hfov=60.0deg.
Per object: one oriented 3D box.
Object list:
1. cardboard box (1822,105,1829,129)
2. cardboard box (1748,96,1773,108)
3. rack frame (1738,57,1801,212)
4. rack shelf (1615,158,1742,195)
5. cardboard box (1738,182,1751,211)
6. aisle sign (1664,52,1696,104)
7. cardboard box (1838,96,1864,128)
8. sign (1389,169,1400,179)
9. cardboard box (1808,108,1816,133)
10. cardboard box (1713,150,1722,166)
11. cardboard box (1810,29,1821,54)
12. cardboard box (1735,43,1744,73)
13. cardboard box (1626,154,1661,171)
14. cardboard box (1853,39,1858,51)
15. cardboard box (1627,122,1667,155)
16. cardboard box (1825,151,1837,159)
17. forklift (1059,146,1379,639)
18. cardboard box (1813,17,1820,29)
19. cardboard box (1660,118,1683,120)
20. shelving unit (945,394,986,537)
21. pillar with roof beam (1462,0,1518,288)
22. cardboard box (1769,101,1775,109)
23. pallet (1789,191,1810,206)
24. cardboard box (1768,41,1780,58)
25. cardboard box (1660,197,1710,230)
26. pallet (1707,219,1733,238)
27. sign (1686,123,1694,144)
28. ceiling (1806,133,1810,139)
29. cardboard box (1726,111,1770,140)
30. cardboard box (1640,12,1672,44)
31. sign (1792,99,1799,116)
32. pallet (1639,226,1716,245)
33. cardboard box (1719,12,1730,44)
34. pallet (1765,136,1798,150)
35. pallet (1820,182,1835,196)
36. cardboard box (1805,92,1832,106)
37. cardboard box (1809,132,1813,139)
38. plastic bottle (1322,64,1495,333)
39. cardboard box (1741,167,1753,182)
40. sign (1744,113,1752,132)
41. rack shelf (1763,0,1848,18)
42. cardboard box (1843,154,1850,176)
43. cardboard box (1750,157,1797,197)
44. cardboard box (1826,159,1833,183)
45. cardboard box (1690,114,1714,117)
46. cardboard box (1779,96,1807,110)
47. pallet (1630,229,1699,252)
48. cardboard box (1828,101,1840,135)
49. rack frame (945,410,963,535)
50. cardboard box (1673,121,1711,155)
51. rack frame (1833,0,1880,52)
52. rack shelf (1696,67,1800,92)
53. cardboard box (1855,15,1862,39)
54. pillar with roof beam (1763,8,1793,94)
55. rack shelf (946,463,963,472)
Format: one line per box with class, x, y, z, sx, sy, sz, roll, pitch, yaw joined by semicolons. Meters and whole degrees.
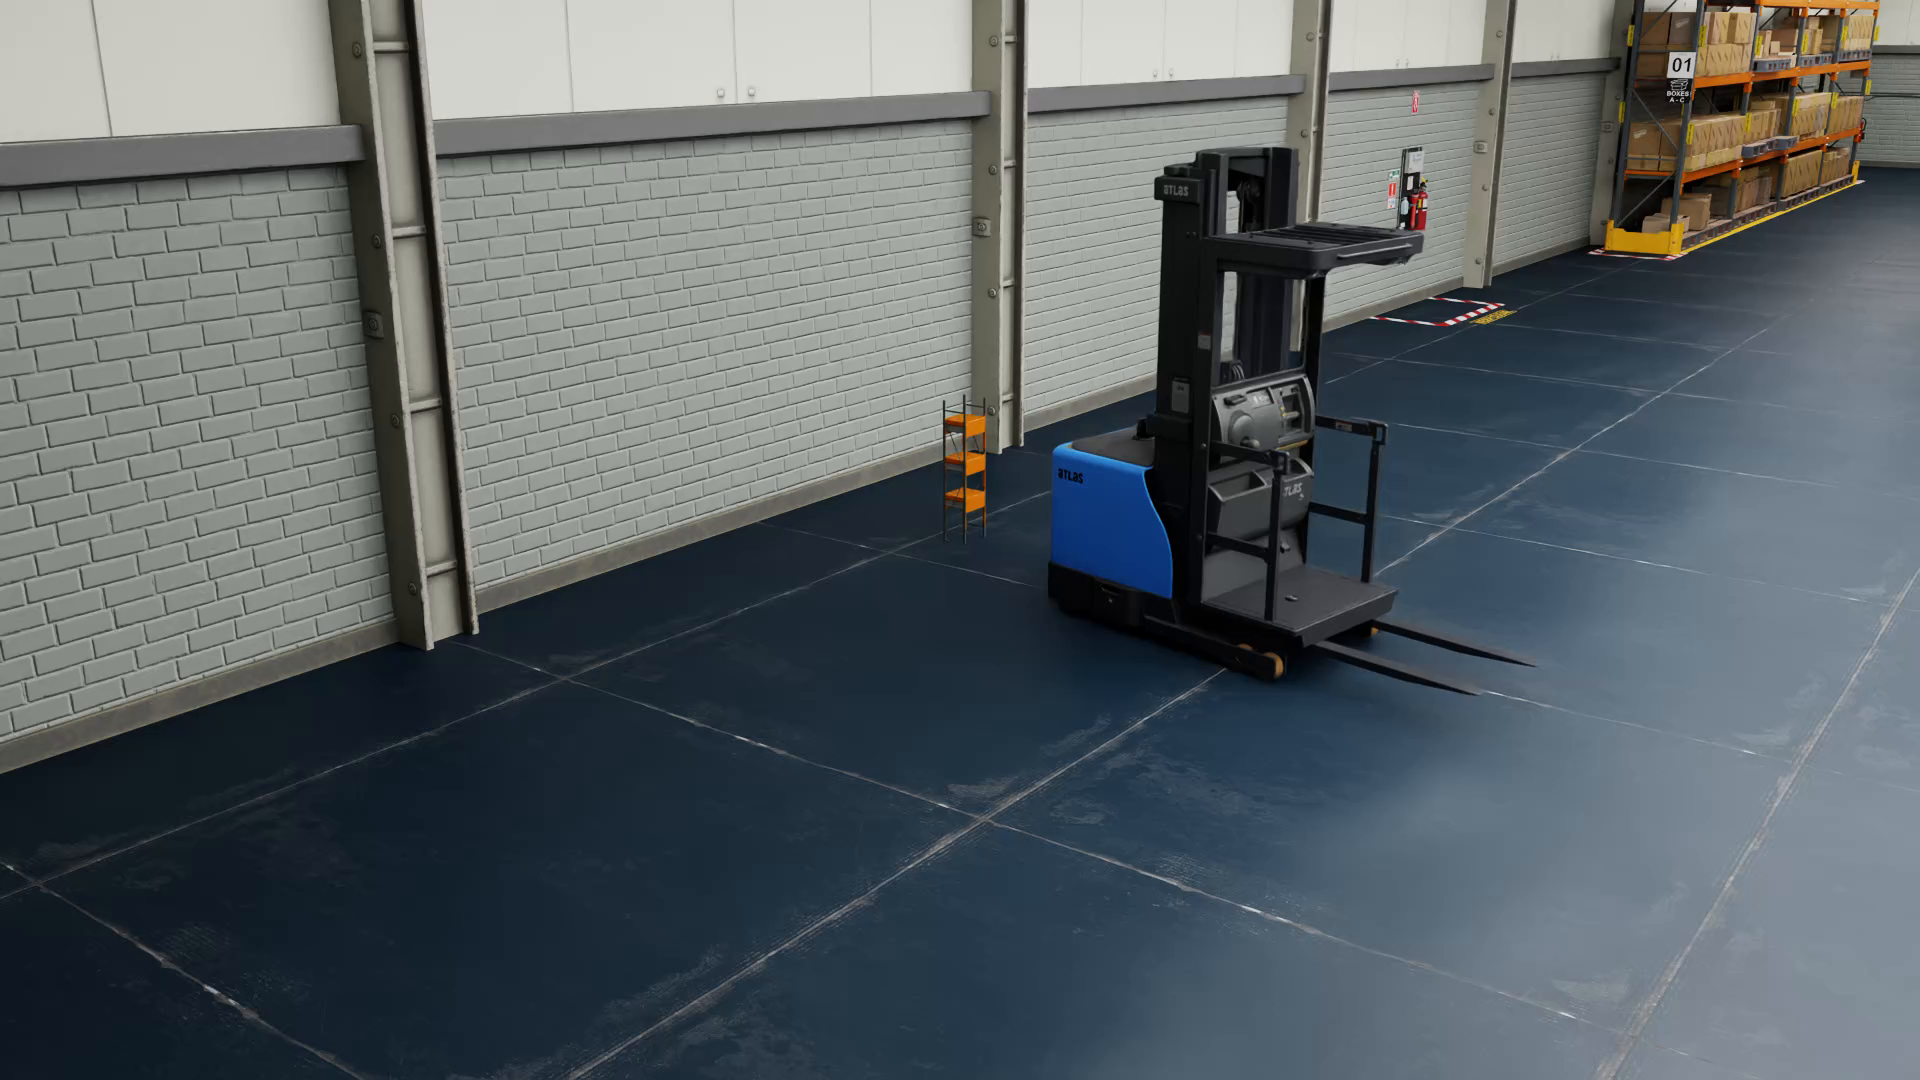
cardboard box;18.415;-9.136;35.901;0.500;0.500;0.500;12;21;34
cardboard box;16.166;-8.850;33.715;0.500;0.250;0.500;13;22;36
rack frame;16.104;-8.138;33.393;1.000;3.000;0.127;12;21;35
rack shelf;12.529;-6.366;28.898;1.077;0.370;4.000;12;21;35
cardboard box;14.750;-6.627;31.998;0.700;0.500;0.500;13;21;35
aisle sign;11.536;-7.404;26.646;0.394;0.787;0.004;12;21;35
cardboard box;20.575;-10.064;39.087;0.980;0.700;0.700;14;22;37
sign;5.580;-4.698;21.360;0.001;0.109;0.331;12;21;35
cardboard box;17.519;-8.775;34.738;0.500;0.500;0.500;13;22;36
cardboard box;12.793;-6.597;28.650;0.500;0.250;0.500;13;21;35
cardboard box;17.595;-10.447;34.860;0.700;0.500;0.500;12;21;34
cardboard box;13.307;-8.393;28.954;0.500;0.500;0.500;10;20;30
cardboard box;11.460;-6.316;27.745;0.500;0.250;0.500;13;21;35
cardboard box;19.726;-11.061;37.121;0.500;0.250;0.500;12;21;33
cardboard box;11.448;-6.679;27.648;0.500;0.500;0.500;12;21;34
cardboard box;19.677;-8.741;37.748;0.380;0.149;0.250;12;21;33
forklift;25.152;-3.427;17.959;46.598;3.159;22.640;-16;23;-41
cardboard box;17.858;-10.953;35.224;0.500;0.250;0.500;14;22;39
cardboard box;12.360;-7.041;28.813;0.500;0.500;0.500;13;21;35
shelving unit;0.033;-0.514;12.130;0.215;1.050;0.249;12;21;35
pillar with roof beam;10.942;-7.228;20.345;9.100;9.000;0.400;12;21;35
cardboard box;15.923;-8.619;32.935;0.380;0.149;0.250;9;20;28
pallet;17.362;-7.270;35.300;1.003;0.211;1.213;12;21;35
cardboard box;15.257;-9.337;31.988;0.797;0.503;0.637;16;24;42
cardboard box;12.639;-5.700;29.014;0.700;0.500;0.500;11;20;31
pallet;13.349;-5.688;30.203;1.003;0.211;1.213;12;21;35
sign;11.773;-6.551;26.820;0.100;0.325;0.005;12;21;35
ceiling;15.220;-5.958;14.047;21.274;7.690;36.812;12;21;35
cardboard box;15.108;-7.982;31.978;0.700;0.500;0.500;12;21;35
cardboard box;11.385;-8.349;27.126;0.500;0.500;0.500;14;22;37
sign;16.546;-8.560;32.931;0.100;0.325;0.005;12;21;35
pallet;12.623;-5.396;29.264;1.003;0.211;1.213;12;21;35
cardboard box;12.398;-8.484;27.559;0.500;0.500;0.500;13;22;36
pallet;15.765;-7.858;32.814;1.213;0.211;1.003;12;21;35
pallet;19.004;-7.927;37.413;1.003;0.211;1.213;12;21;35
cardboard box;18.415;-9.492;35.784;0.500;0.250;0.500;13;22;36
cardboard box;17.883;-8.612;35.309;0.380;0.149;0.250;12;21;35
plastic bottle;5.661;-4.465;21.394;0.200;3.100;6.000;12;21;35
cardboard box;15.025;-7.084;32.206;0.500;0.250;0.500;12;21;34
sign;14.161;-7.505;29.894;0.100;0.325;0.005;12;21;35
rack shelf;17.296;-10.945;34.203;1.077;0.370;4.000;12;21;35
cardboard box;20.534;-8.866;39.243;0.700;0.500;0.500;12;21;35
cardboard box;16.648;-7.464;34.139;0.750;0.750;0.750;12;21;34
cardboard box;19.318;-8.377;37.668;0.700;0.500;0.500;12;21;34
cardboard box;13.273;-7.407;29.992;0.500;0.500;0.500;12;21;33
cardboard box;16.902;-8.887;33.834;0.500;0.250;0.500;12;21;34
pallet;11.895;-5.107;28.332;1.003;0.211;1.213;12;21;35
cardboard box;18.824;-9.361;36.823;0.980;0.700;0.700;13;21;36
rack frame;-0.040;-0.485;12.035;0.190;0.915;0.003;12;21;35
cardboard box;12.166;-6.706;27.734;0.500;0.500;0.500;12;21;35
rack frame;24.032;-7.906;27.264;20.791;5.808;16.191;12;21;35
rack shelf;14.913;-8.751;31.521;1.077;0.370;4.000;12;21;35
cardboard box;19.729;-11.421;37.017;0.500;0.500;0.500;13;21;35
pillar with roof beam;21.667;-11.515;34.151;9.100;9.000;0.400;12;21;35
rack shelf;0.032;-0.552;12.117;0.166;0.050;0.221;12;21;35
